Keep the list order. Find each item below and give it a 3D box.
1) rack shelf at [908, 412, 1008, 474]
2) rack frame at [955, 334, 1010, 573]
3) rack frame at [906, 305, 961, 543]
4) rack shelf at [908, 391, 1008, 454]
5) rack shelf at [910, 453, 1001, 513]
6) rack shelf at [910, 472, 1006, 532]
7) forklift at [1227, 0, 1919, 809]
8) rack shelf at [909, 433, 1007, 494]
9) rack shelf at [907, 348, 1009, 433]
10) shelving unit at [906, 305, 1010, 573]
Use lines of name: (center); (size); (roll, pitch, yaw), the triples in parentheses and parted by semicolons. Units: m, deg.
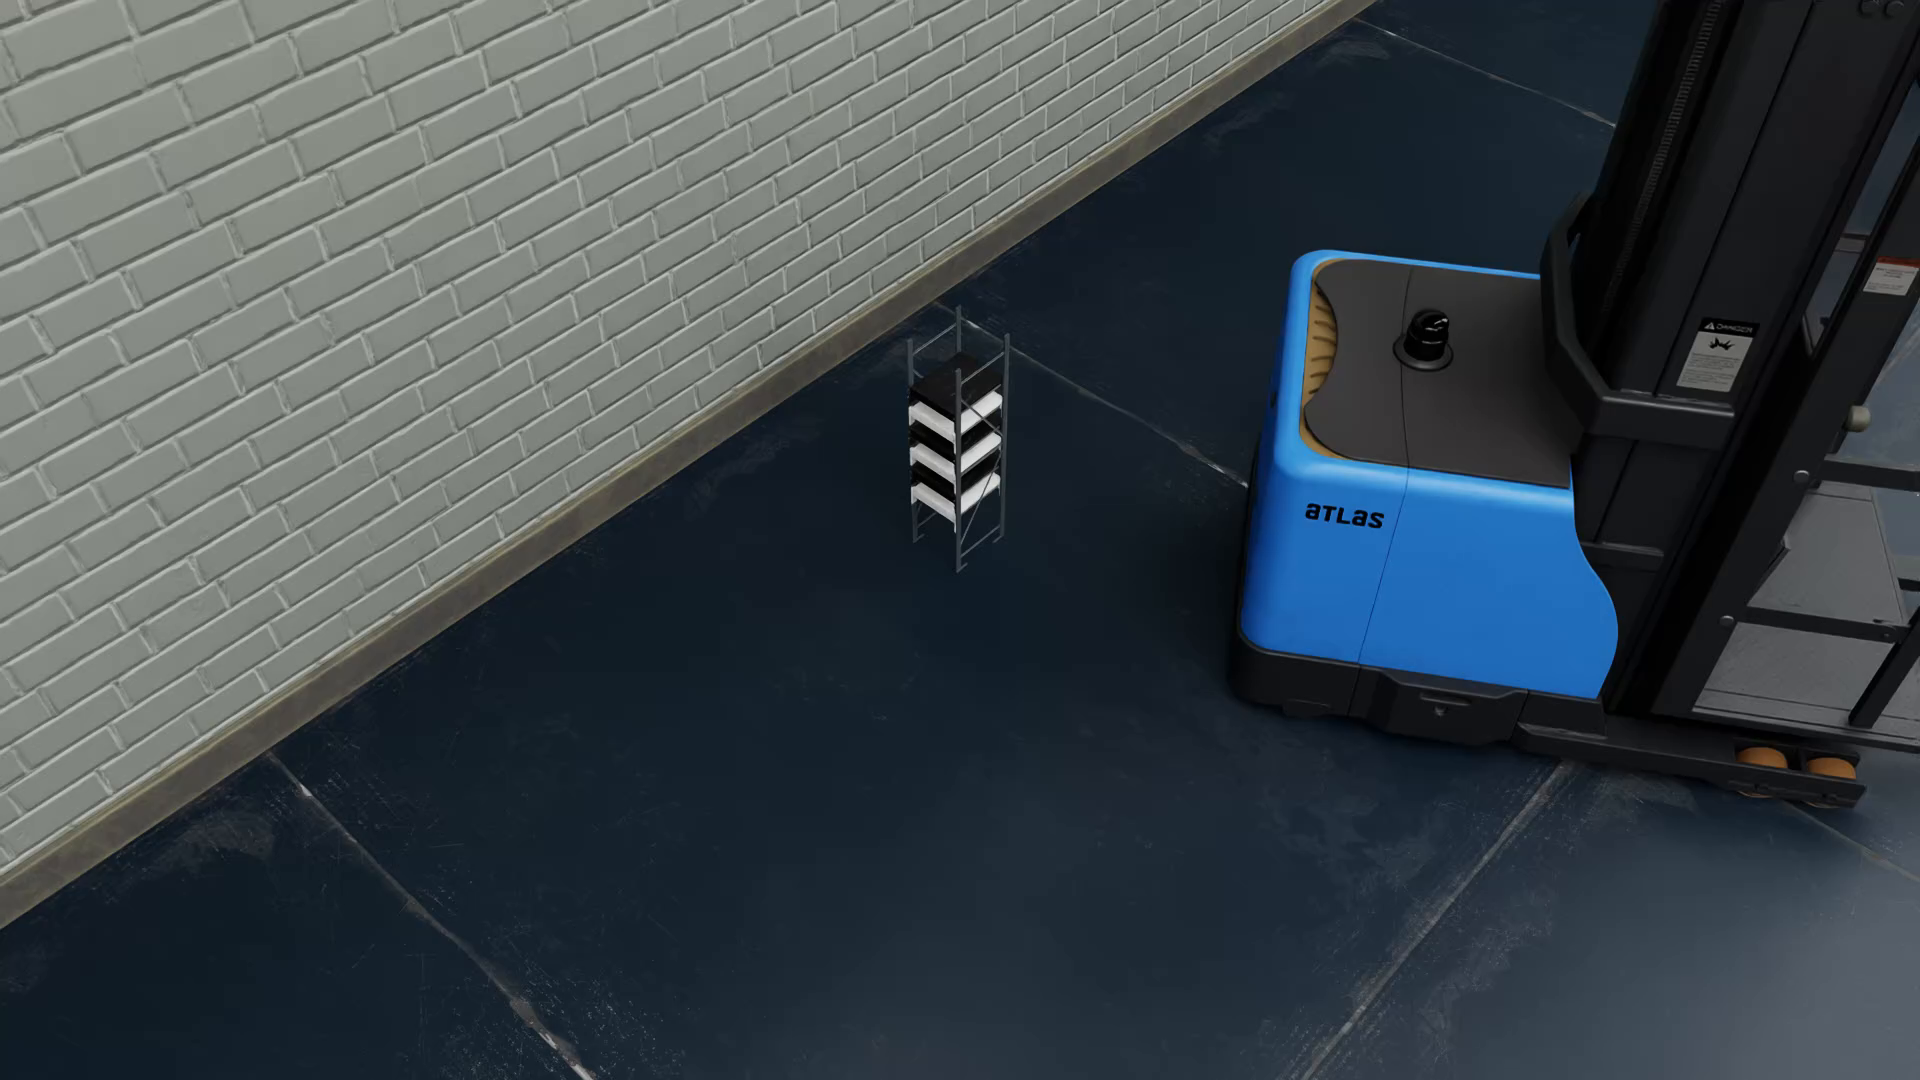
rack shelf: (-0.006, -0.351, 5.384); (0.200, 0.077, 0.258); (34, 55, 28)
rack frame: (0.069, -0.262, 5.379); (0.006, 0.900, 0.240); (34, 55, 28)
rack frame: (-0.081, -0.362, 5.473); (0.006, 0.900, 0.240); (34, 55, 28)
rack shelf: (-0.006, -0.412, 5.319); (0.200, 0.077, 0.258); (34, 55, 28)
rack shelf: (-0.006, -0.228, 5.516); (0.200, 0.077, 0.258); (34, 55, 28)
rack shelf: (-0.006, -0.166, 5.581); (0.200, 0.077, 0.258); (34, 55, 28)
forklift: (2.413, -0.623, 4.324); (3.031, 2.935, 1.130); (8, 47, 8)
rack shelf: (-0.006, -0.289, 5.450); (0.200, 0.077, 0.258); (34, 55, 28)
rack shelf: (-0.006, -0.474, 5.253); (0.200, 0.077, 0.258); (34, 55, 28)
shelving unit: (-0.006, -0.312, 5.426); (0.210, 0.900, 0.258); (34, 55, 28)
